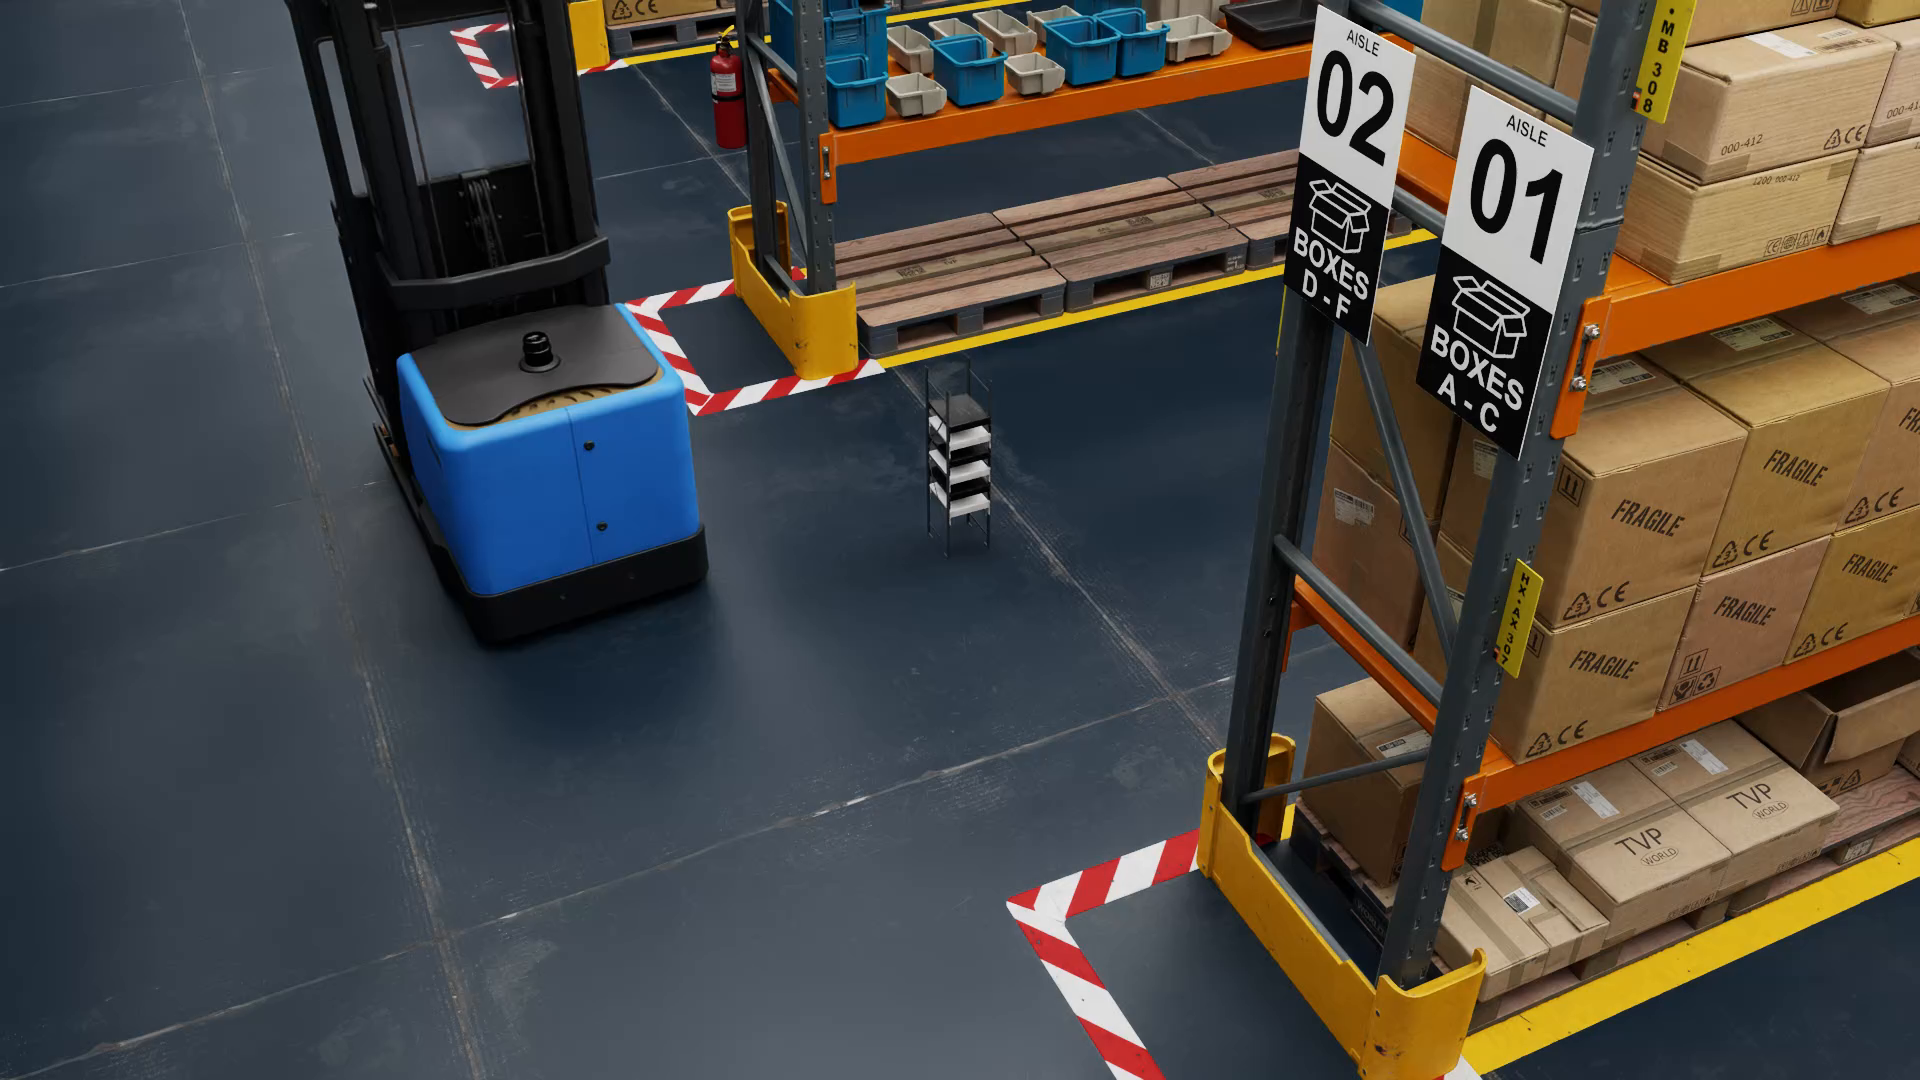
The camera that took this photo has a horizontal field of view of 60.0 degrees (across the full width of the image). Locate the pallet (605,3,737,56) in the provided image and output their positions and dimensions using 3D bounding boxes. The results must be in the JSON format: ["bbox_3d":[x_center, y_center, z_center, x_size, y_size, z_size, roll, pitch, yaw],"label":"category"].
[{"bbox_3d":[-2.329,-4.211,13.251,1.213,0.211,1.003,-16,39,-20],"label":"pallet"}]

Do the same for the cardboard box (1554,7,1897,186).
[{"bbox_3d":[1.762,-1.079,3.875,0.500,0.250,0.500,-16,39,-20],"label":"cardboard box"}]

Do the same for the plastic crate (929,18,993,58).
[{"bbox_3d":[0.014,-2.704,9.048,0.243,0.136,0.396,-16,39,-20],"label":"plastic crate"}]

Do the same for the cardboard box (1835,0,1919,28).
[{"bbox_3d":[2.133,-1.610,3.962,0.500,0.500,0.700,-16,39,-20],"label":"cardboard box"}]

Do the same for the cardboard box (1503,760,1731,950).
[{"bbox_3d":[2.251,1.073,5.724,0.500,0.250,0.500,-16,39,-20],"label":"cardboard box"}]

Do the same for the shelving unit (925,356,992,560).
[{"bbox_3d":[-0.007,-0.359,7.479,0.210,0.900,0.258,-16,39,-20],"label":"shelving unit"}]

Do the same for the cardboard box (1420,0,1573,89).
[{"bbox_3d":[1.543,-1.356,4.249,0.500,0.250,0.500,-16,39,-20],"label":"cardboard box"}]

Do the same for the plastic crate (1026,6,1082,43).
[{"bbox_3d":[0.516,-2.872,9.276,0.250,0.136,0.298,-16,39,-20],"label":"plastic crate"}]

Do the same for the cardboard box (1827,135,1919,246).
[{"bbox_3d":[2.217,-1.001,4.189,0.500,0.250,0.500,-16,39,-20],"label":"cardboard box"}]

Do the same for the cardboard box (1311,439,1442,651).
[{"bbox_3d":[1.476,-0.044,5.207,0.500,0.500,0.500,-14,39,-19],"label":"cardboard box"}]

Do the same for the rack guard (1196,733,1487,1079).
[{"bbox_3d":[1.255,1.241,5.657,0.348,0.500,1.175,-16,39,-20],"label":"rack guard"}]

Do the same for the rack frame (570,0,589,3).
[{"bbox_3d":[-3.020,-5.087,12.090,0.127,3.000,1.000,-16,39,-20],"label":"rack frame"}]

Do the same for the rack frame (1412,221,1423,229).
[{"bbox_3d":[2.706,-3.428,9.854,0.127,3.000,1.000,-16,39,-20],"label":"rack frame"}]

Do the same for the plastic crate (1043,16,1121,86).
[{"bbox_3d":[0.640,-2.591,8.815,0.300,0.233,0.416,-16,39,-20],"label":"plastic crate"}]

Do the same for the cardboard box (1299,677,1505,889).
[{"bbox_3d":[1.574,0.813,5.865,0.500,0.500,0.500,-16,39,-20],"label":"cardboard box"}]

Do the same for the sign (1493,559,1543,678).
[{"bbox_3d":[1.417,0.201,4.234,0.005,0.325,0.100,-16,39,-20],"label":"sign"}]

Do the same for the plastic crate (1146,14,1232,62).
[{"bbox_3d":[1.257,-2.744,9.102,0.466,0.136,0.293,-16,39,-20],"label":"plastic crate"}]

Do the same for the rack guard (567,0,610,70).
[{"bbox_3d":[-3.041,-4.077,12.827,0.348,0.500,1.175,-16,39,-20],"label":"rack guard"}]

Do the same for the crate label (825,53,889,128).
[{"bbox_3d":[-0.552,-2.258,8.366,0.303,0.233,0.416,-16,39,-20],"label":"crate label"}]

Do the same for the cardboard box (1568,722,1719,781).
[{"bbox_3d":[2.446,0.689,6.242,0.500,0.250,0.500,-16,39,-20],"label":"cardboard box"}]

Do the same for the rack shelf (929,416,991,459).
[{"bbox_3d":[-0.007,-0.477,7.392,0.200,0.077,0.258,-16,39,-20],"label":"rack shelf"}]

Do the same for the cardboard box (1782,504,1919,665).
[{"bbox_3d":[2.620,-0.013,5.165,0.500,0.500,0.500,-16,39,-20],"label":"cardboard box"}]

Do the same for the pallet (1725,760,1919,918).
[{"bbox_3d":[3.079,0.848,6.429,1.213,0.211,1.003,-16,39,-20],"label":"pallet"}]

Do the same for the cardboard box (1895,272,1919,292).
[{"bbox_3d":[3.084,-0.545,5.044,0.500,0.500,0.500,-16,39,-20],"label":"cardboard box"}]

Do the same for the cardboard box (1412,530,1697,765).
[{"bbox_3d":[1.700,0.246,4.816,0.500,0.500,0.500,-15,39,-19],"label":"cardboard box"}]

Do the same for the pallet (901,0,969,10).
[{"bbox_3d":[-0.120,-4.829,14.084,1.213,0.211,1.003,-16,39,-20],"label":"pallet"}]

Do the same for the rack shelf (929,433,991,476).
[{"bbox_3d":[-0.007,-0.405,7.445,0.200,0.077,0.258,-16,39,-20],"label":"rack shelf"}]

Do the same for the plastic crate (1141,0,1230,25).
[{"bbox_3d":[1.245,-3.118,9.485,0.530,0.282,0.437,-16,39,-20],"label":"plastic crate"}]

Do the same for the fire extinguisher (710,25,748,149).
[{"bbox_3d":[-1.245,-2.442,8.902,0.183,0.674,0.296,-16,39,-20],"label":"fire extinguisher"}]

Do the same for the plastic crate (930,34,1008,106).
[{"bbox_3d":[0.044,-2.424,8.591,0.300,0.233,0.416,-16,39,-20],"label":"plastic crate"}]

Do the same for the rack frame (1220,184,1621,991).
[{"bbox_3d":[1.186,0.256,4.886,0.127,3.000,1.000,-16,39,-20],"label":"rack frame"}]

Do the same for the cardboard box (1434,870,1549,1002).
[{"bbox_3d":[1.711,1.304,5.498,0.250,0.149,0.380,-16,39,-20],"label":"cardboard box"}]

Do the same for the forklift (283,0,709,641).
[{"bbox_3d":[-2.265,-1.609,7.459,1.130,2.935,3.031,-18,40,-22],"label":"forklift"}]

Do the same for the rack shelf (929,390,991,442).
[{"bbox_3d":[-0.007,-0.549,7.338,0.200,0.077,0.258,-16,39,-20],"label":"rack shelf"}]

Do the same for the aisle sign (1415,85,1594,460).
[{"bbox_3d":[1.249,-0.612,3.875,0.004,0.787,0.394,-16,39,-20],"label":"aisle sign"}]

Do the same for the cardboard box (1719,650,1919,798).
[{"bbox_3d":[3.108,0.548,6.219,0.637,0.503,0.797,-16,39,-20],"label":"cardboard box"}]

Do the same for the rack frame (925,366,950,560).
[{"bbox_3d":[-0.099,-0.334,7.444,0.006,0.900,0.240,-16,39,-20],"label":"rack frame"}]

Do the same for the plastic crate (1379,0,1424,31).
[{"bbox_3d":[2.428,-3.144,9.434,0.575,0.384,0.392,-16,39,-20],"label":"plastic crate"}]

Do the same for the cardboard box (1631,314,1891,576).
[{"bbox_3d":[2.170,-0.292,4.702,0.500,0.500,0.500,-15,39,-19],"label":"cardboard box"}]

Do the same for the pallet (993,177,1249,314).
[{"bbox_3d":[0.951,-1.790,9.986,1.213,0.211,1.003,-16,39,-20],"label":"pallet"}]

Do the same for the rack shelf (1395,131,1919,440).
[{"bbox_3d":[2.996,-1.166,4.890,4.000,0.370,1.077,-16,39,-20],"label":"rack shelf"}]

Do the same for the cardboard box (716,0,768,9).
[{"bbox_3d":[-1.651,-4.838,13.185,0.875,0.875,0.875,-16,39,-20],"label":"cardboard box"}]
